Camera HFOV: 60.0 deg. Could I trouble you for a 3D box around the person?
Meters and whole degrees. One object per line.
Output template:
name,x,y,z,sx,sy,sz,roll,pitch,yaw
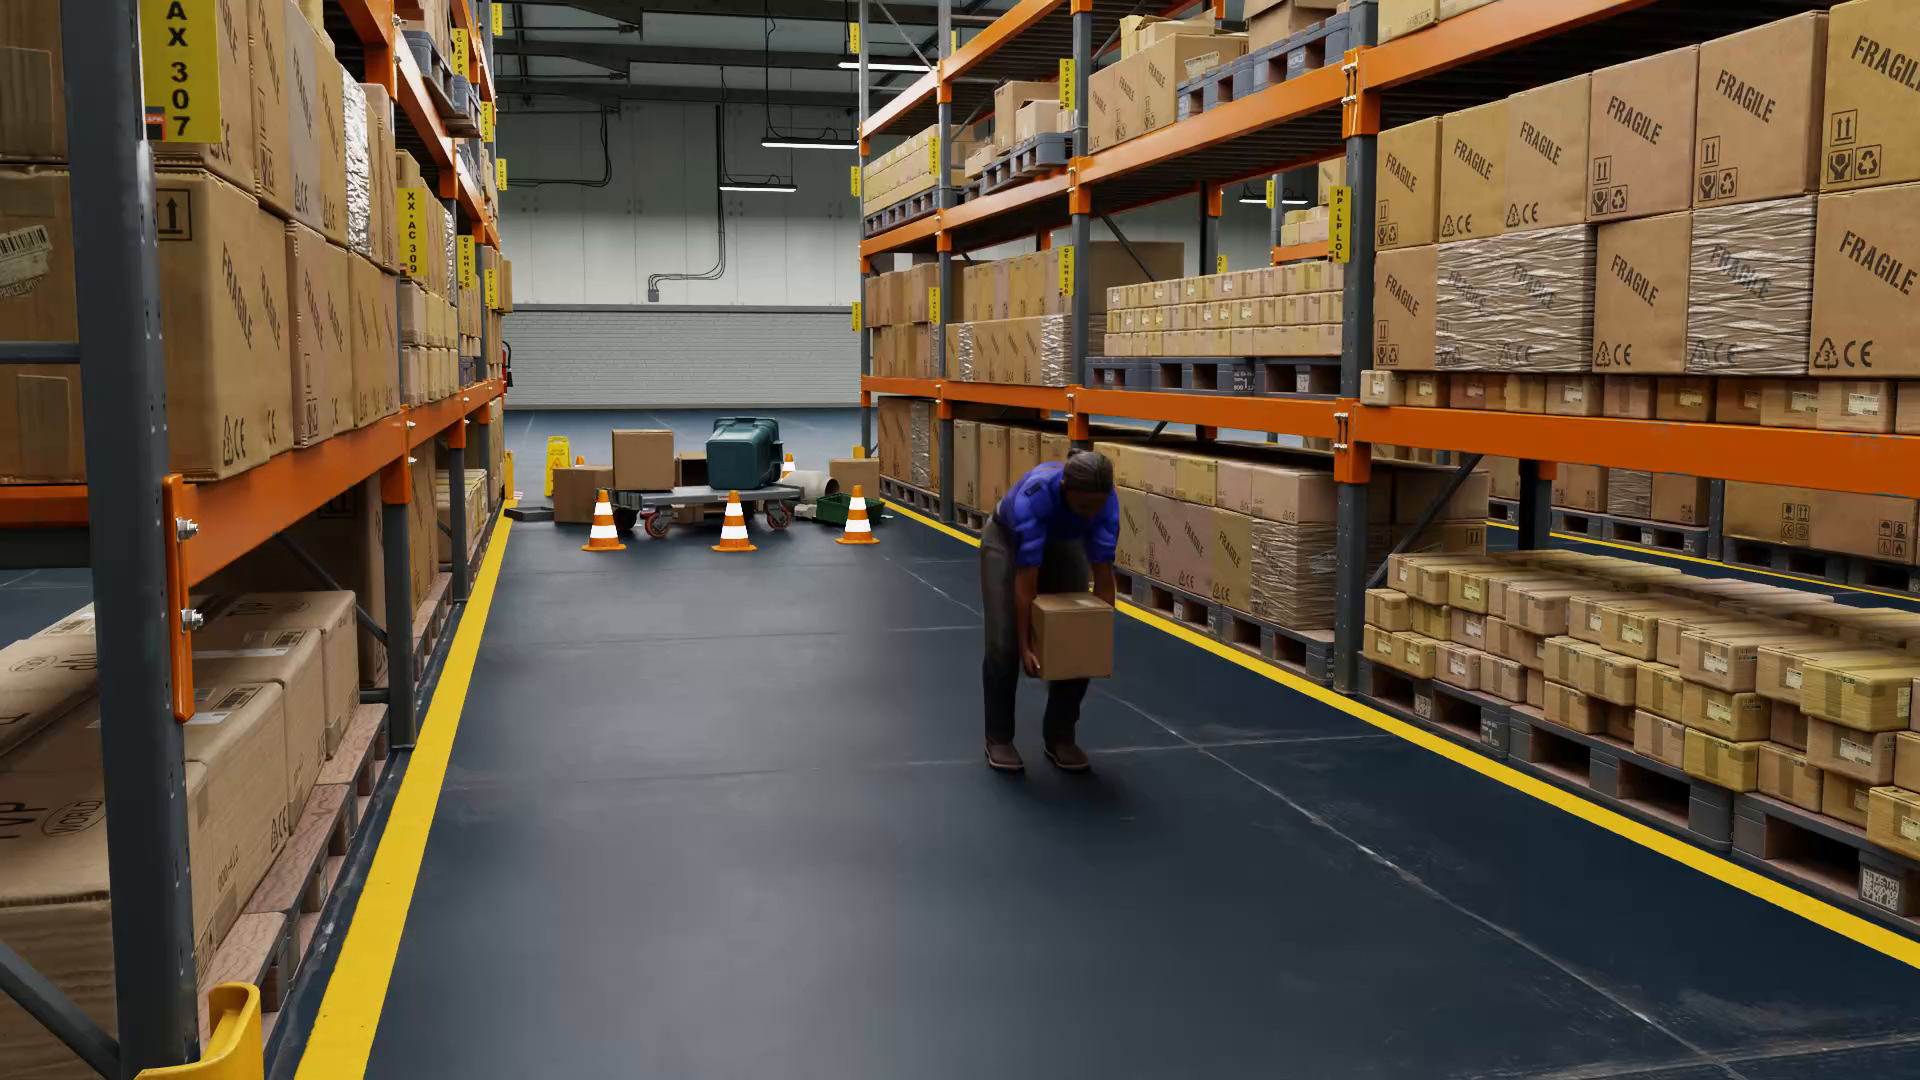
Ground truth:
person,0.335,0.259,5.969,0.413,1.201,0.844,-2,6,-15
